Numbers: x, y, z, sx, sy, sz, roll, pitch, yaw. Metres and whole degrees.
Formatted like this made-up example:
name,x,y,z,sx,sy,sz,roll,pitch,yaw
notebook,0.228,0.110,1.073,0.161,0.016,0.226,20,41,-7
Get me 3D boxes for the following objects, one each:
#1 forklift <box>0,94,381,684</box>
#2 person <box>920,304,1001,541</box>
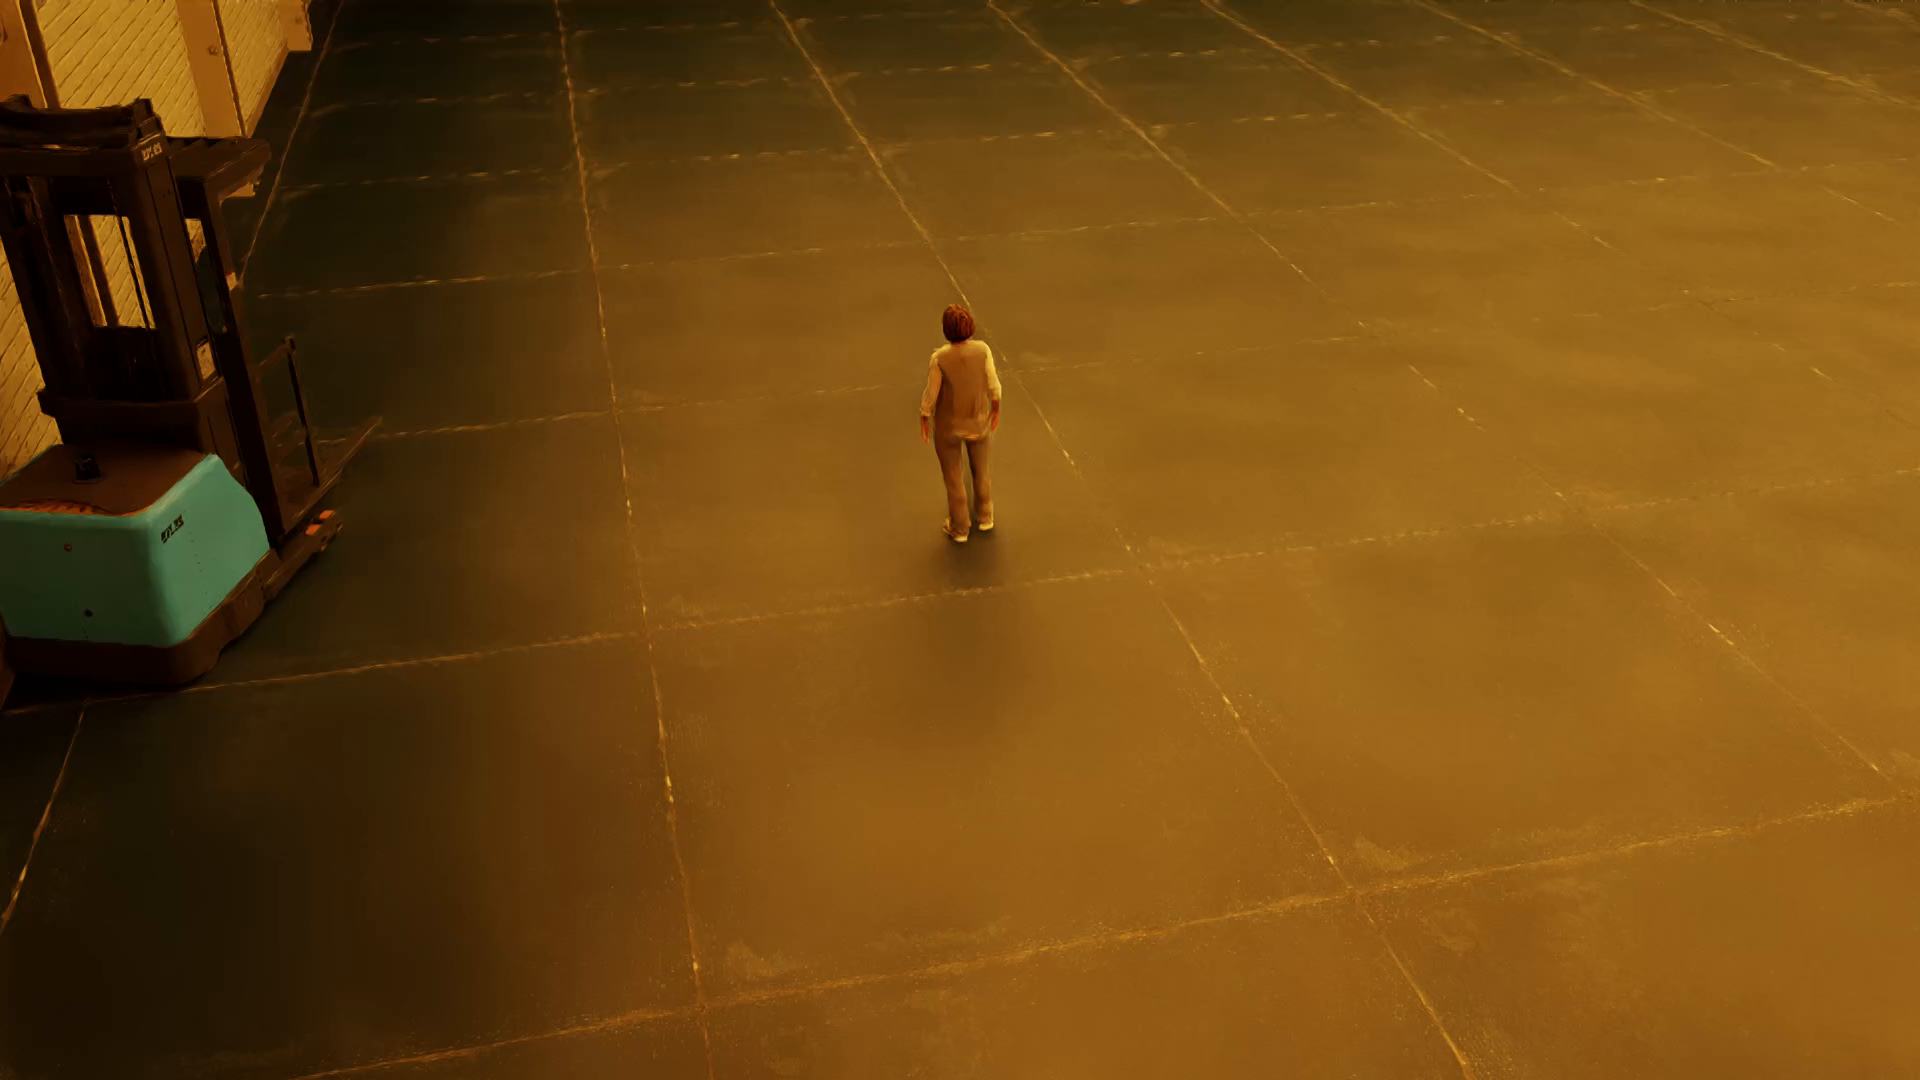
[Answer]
name,x,y,z,sx,sy,sz,roll,pitch,yaw
forklift,-4.519,-1.202,9.650,1.130,2.935,3.031,3,30,6
person,-0.004,-0.735,10.161,0.521,1.597,0.474,-7,31,-12
